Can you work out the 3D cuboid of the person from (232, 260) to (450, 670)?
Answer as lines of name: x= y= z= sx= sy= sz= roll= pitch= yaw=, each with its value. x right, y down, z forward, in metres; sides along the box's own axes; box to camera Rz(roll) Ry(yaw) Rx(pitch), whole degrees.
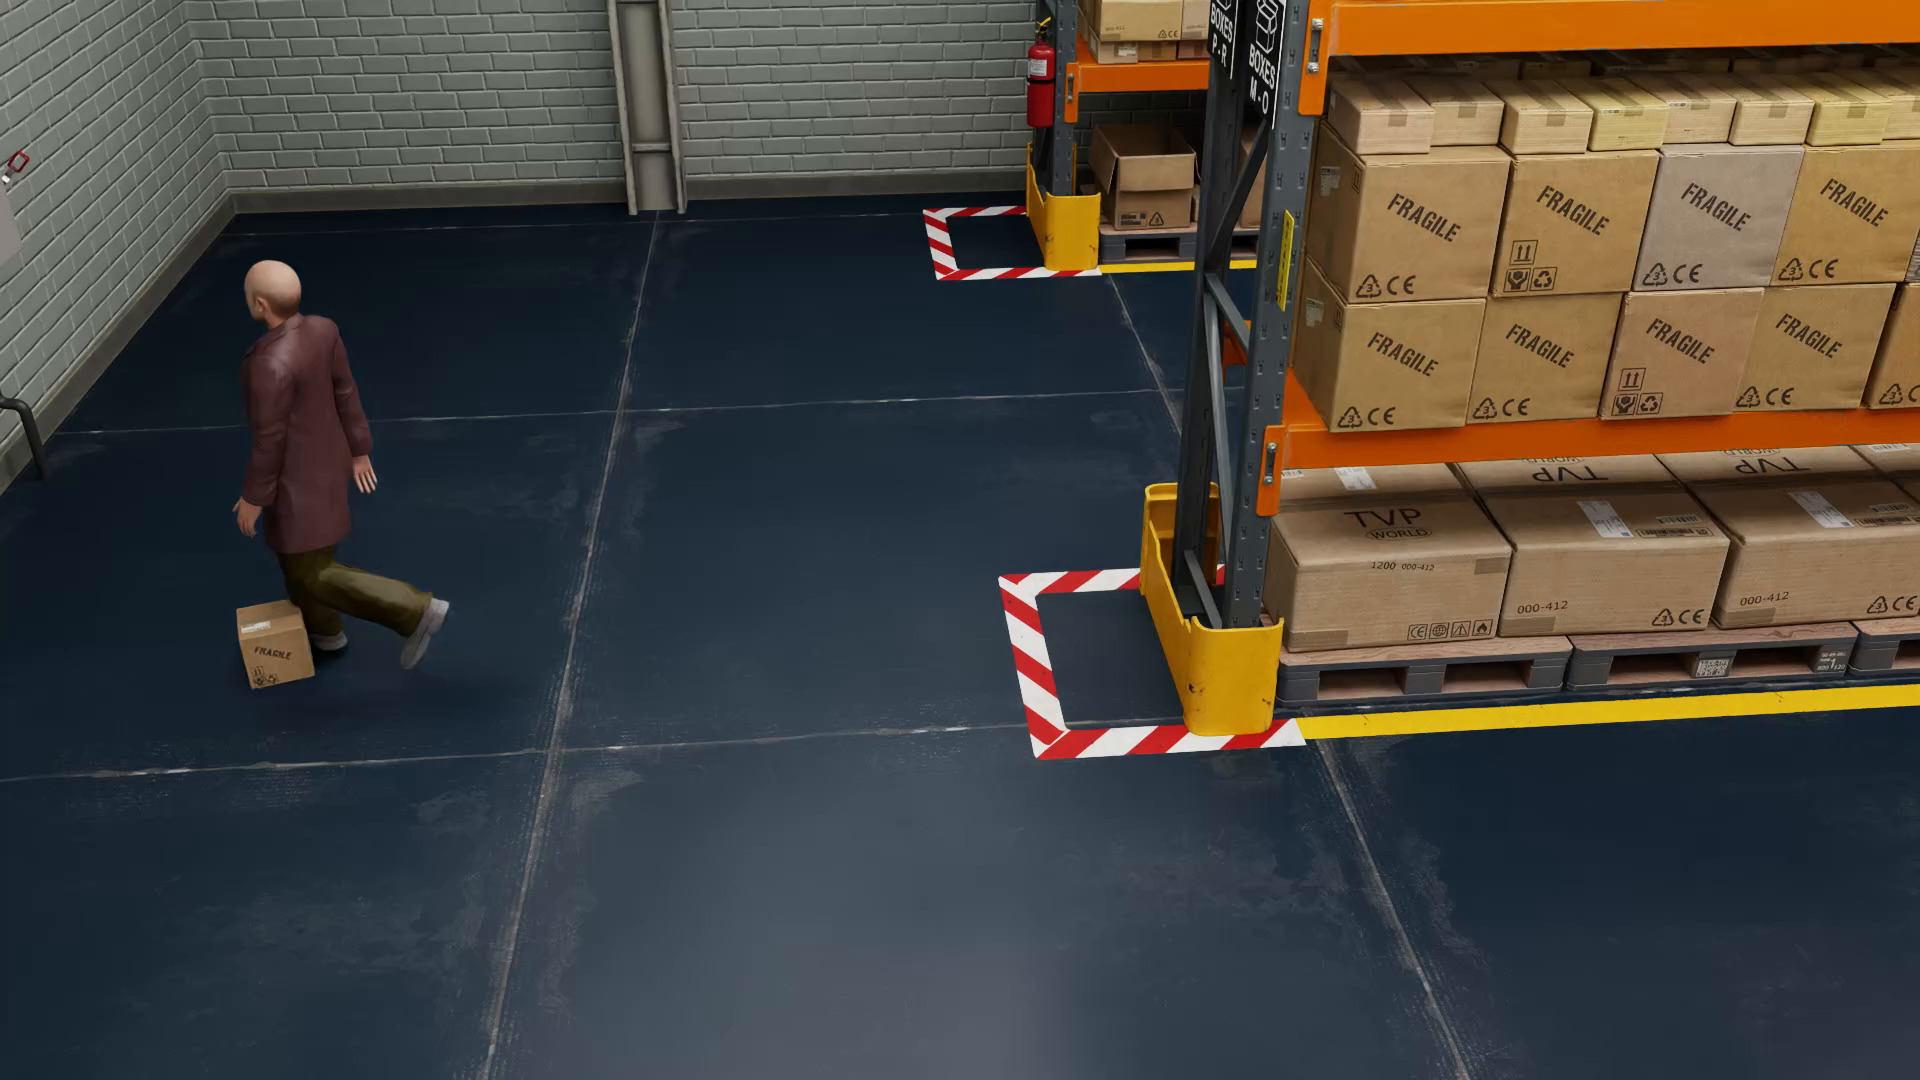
person: x=-2.524 y=-0.252 z=6.551 sx=0.921 sy=1.730 sz=0.595 roll=1 pitch=31 yaw=2
